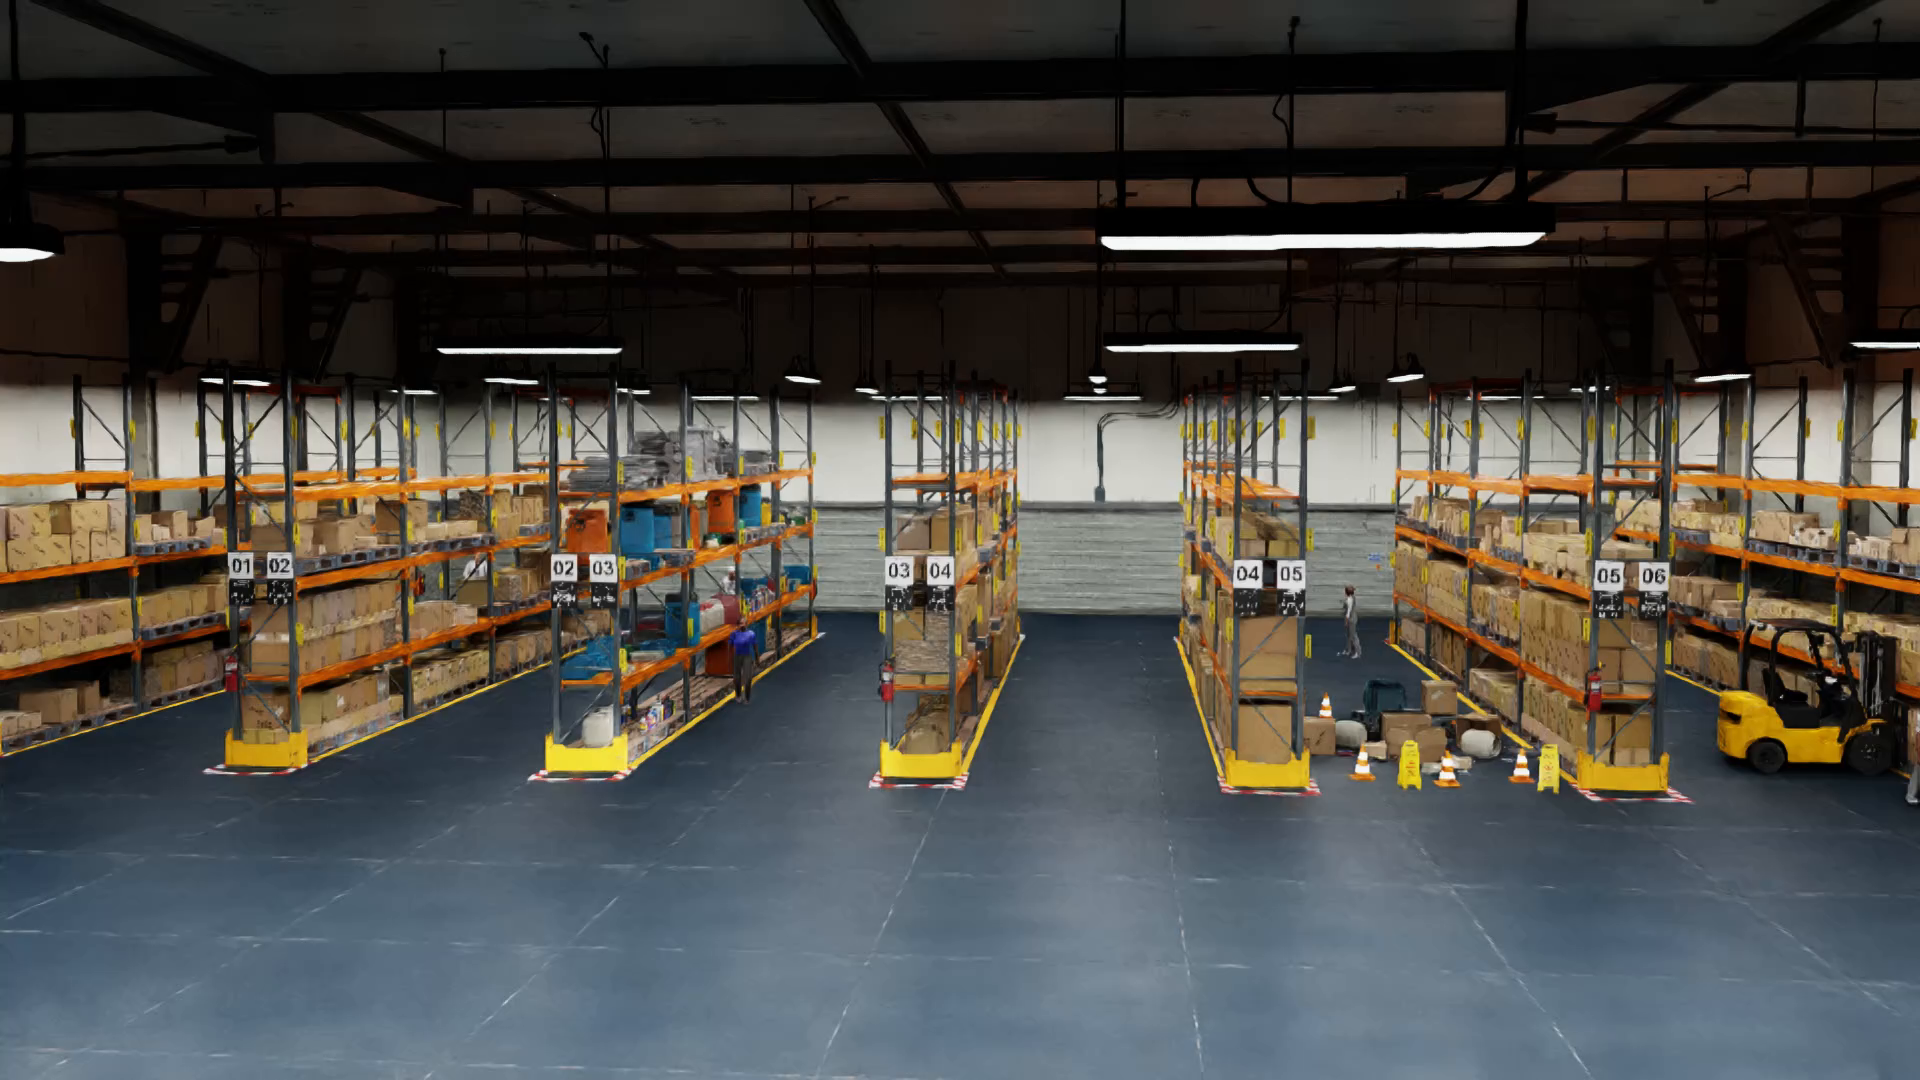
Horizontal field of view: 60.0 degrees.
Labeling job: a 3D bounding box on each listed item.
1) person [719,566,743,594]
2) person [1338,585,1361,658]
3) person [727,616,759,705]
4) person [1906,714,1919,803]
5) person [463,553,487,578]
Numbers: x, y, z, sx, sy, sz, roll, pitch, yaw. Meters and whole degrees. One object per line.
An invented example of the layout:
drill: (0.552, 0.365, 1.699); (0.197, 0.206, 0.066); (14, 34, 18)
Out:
person: (-5.548, 1.479, 40.536); (0.702, 1.735, 0.549); (0, 4, 4)
person: (8.606, 1.778, 36.710); (0.533, 1.586, 0.558); (1, 4, 19)
person: (-3.977, 2.188, 30.525); (0.586, 1.622, 0.662); (0, 4, -4)
person: (12.767, 2.750, 21.802); (0.456, 1.576, 1.088); (0, 4, 7)
person: (-13.078, 1.159, 45.101); (0.729, 1.689, 0.896); (-1, 4, -11)
